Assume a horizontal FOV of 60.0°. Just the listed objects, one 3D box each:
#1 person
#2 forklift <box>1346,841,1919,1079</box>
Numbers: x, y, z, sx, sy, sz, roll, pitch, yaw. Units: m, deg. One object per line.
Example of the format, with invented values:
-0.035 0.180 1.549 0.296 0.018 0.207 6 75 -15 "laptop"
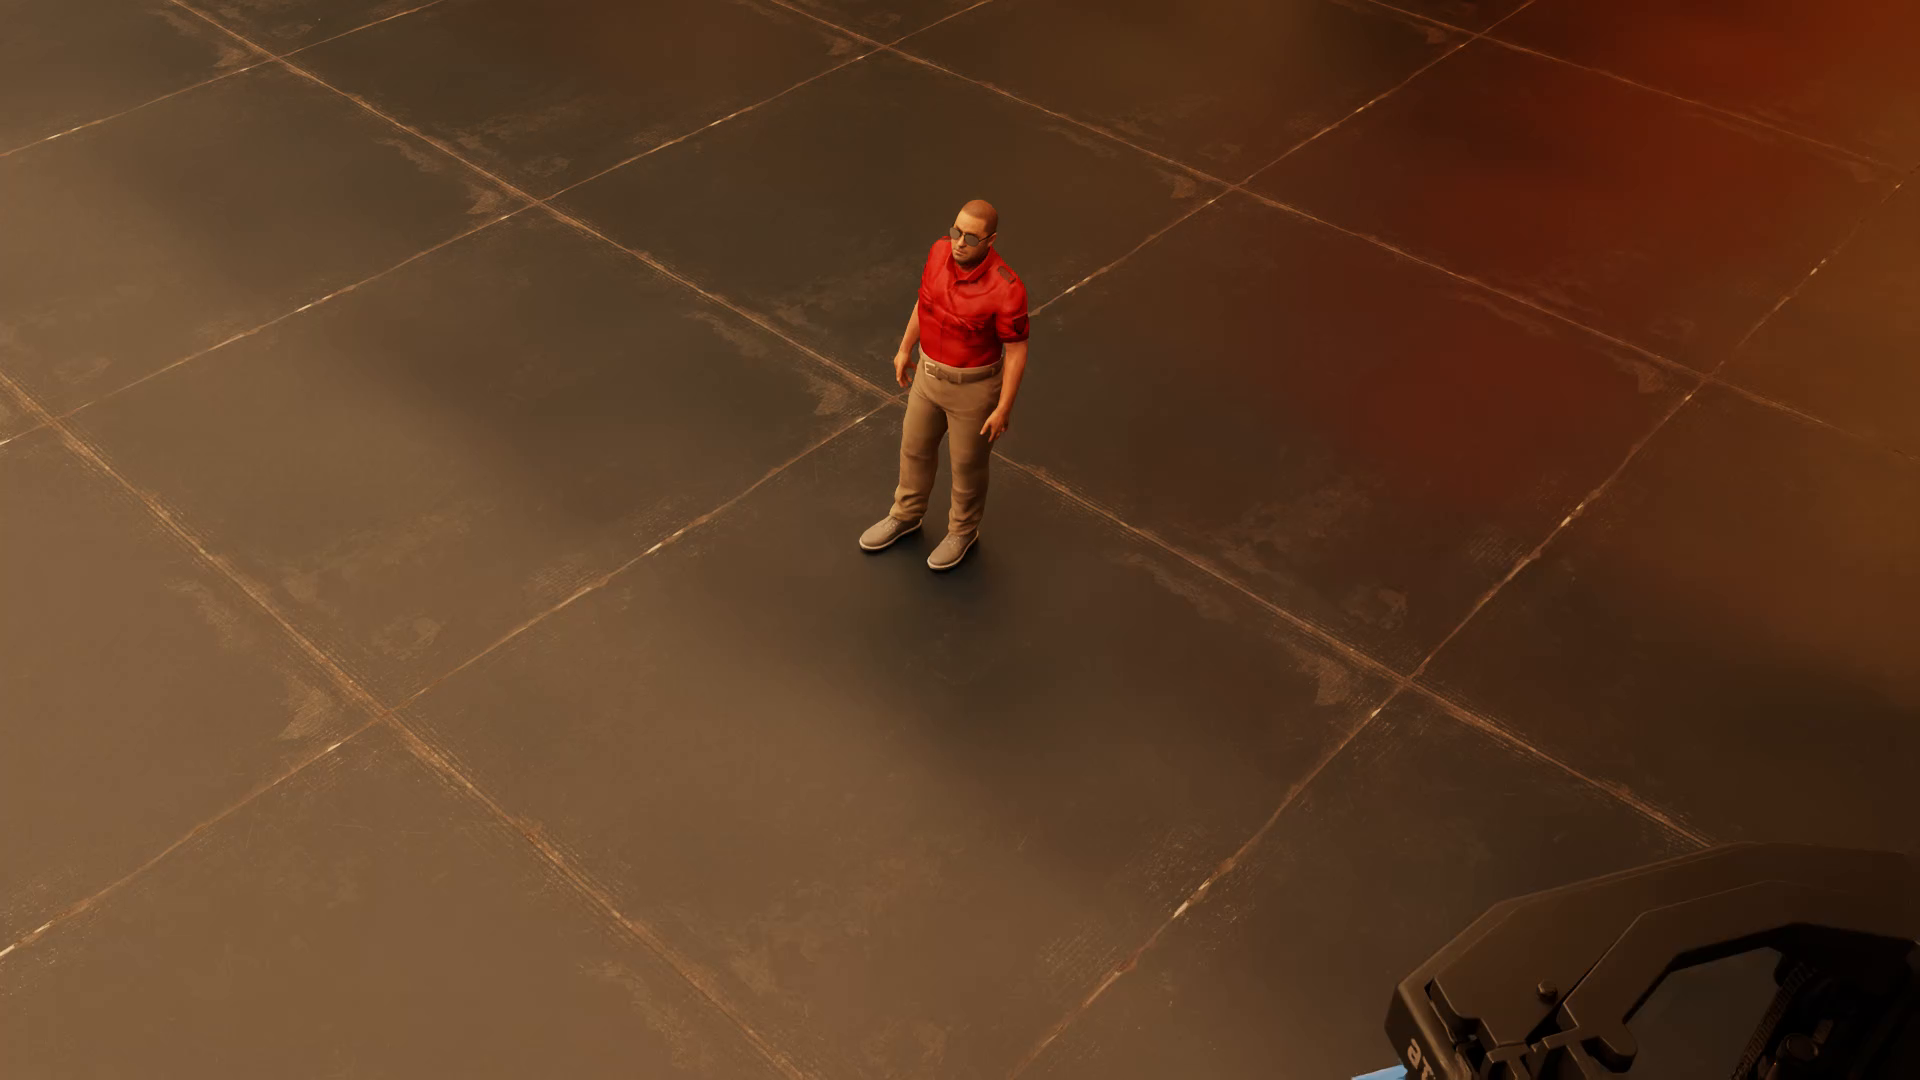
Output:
-0.069 -0.624 7.067 0.641 1.727 0.550 31 49 31 "person"
1.322 2.069 3.016 1.130 2.935 3.031 -11 42 -12 "forklift"
